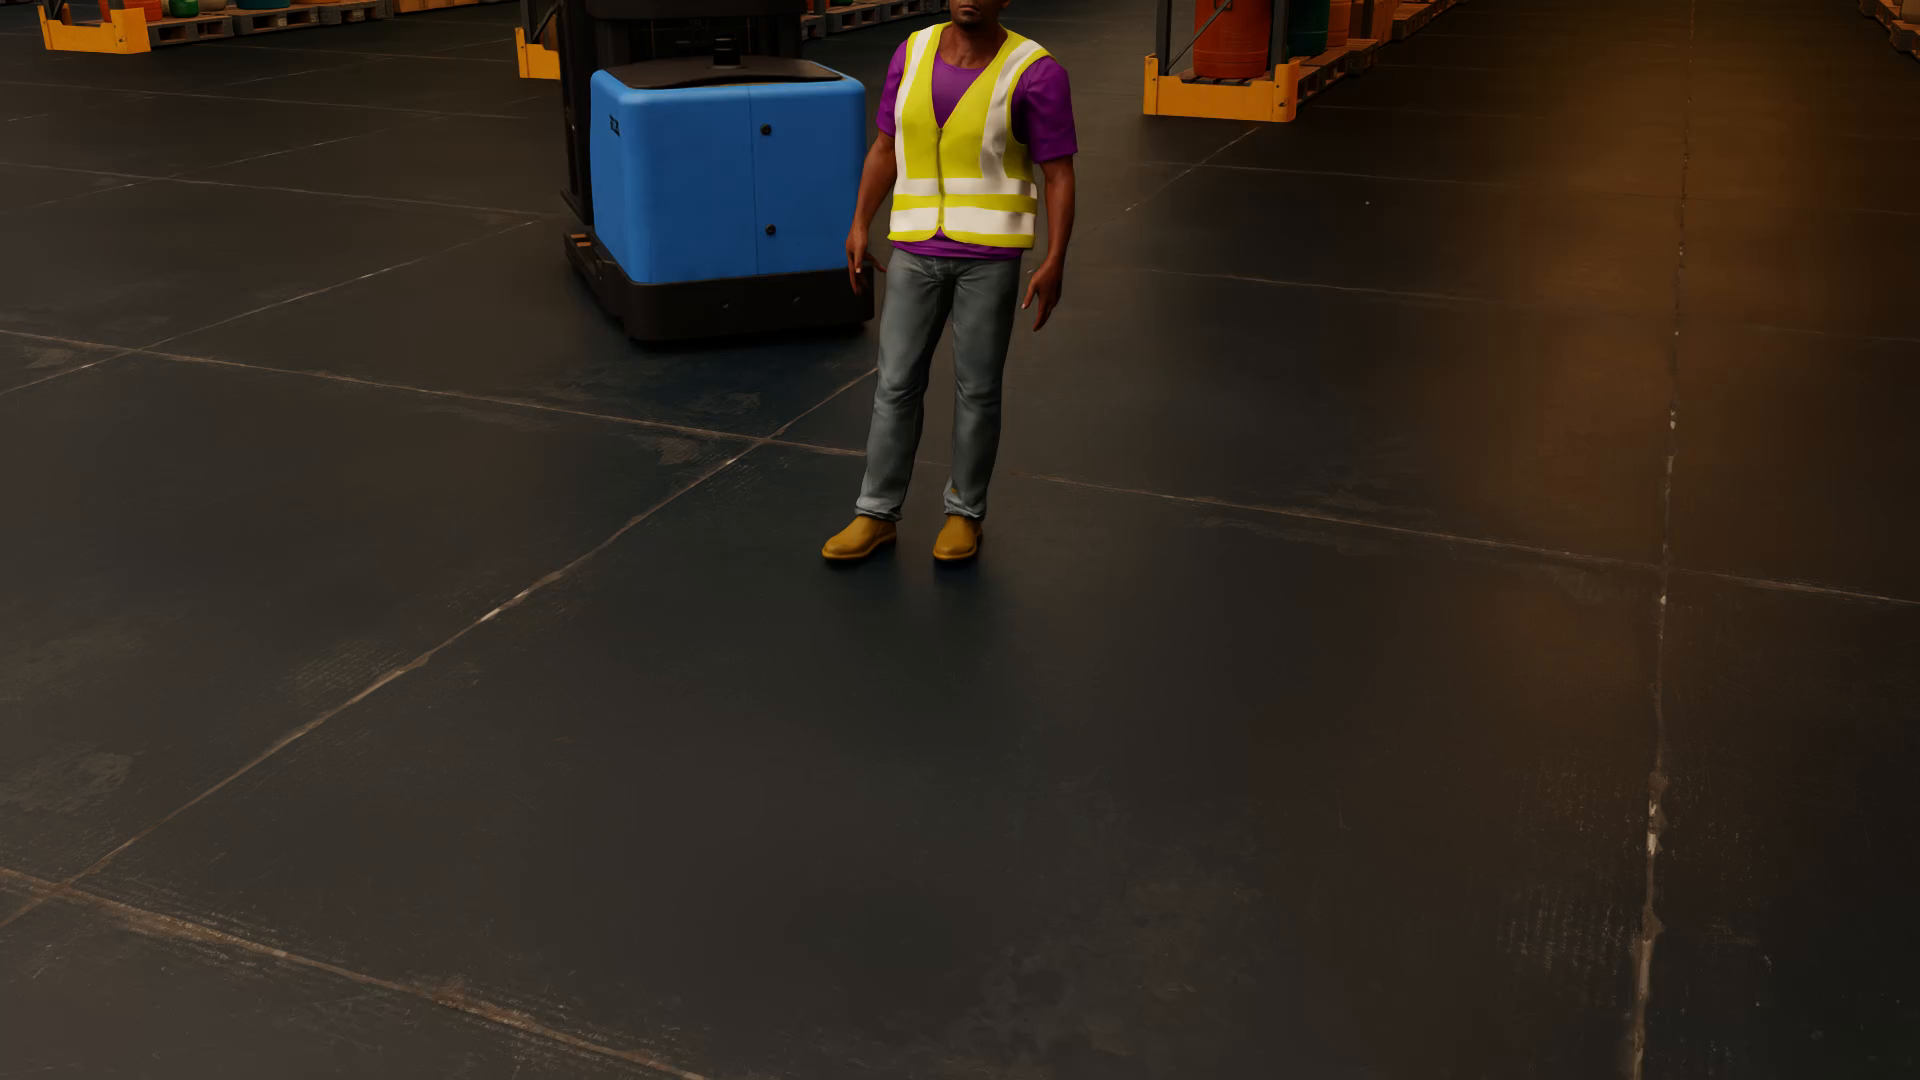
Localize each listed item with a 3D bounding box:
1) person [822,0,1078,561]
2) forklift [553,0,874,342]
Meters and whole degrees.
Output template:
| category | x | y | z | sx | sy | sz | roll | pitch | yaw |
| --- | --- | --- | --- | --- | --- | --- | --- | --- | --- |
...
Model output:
| category | x | y | z | sx | sy | sz | roll | pitch | yaw |
| --- | --- | --- | --- | --- | --- | --- | --- | --- | --- |
| person | -0.032 | -0.798 | 4.693 | 0.665 | 1.765 | 0.577 | 9 | 24 | 21 |
| forklift | -1.359 | -2.711 | 7.778 | 1.130 | 2.935 | 3.031 | -8 | 24 | -19 |
